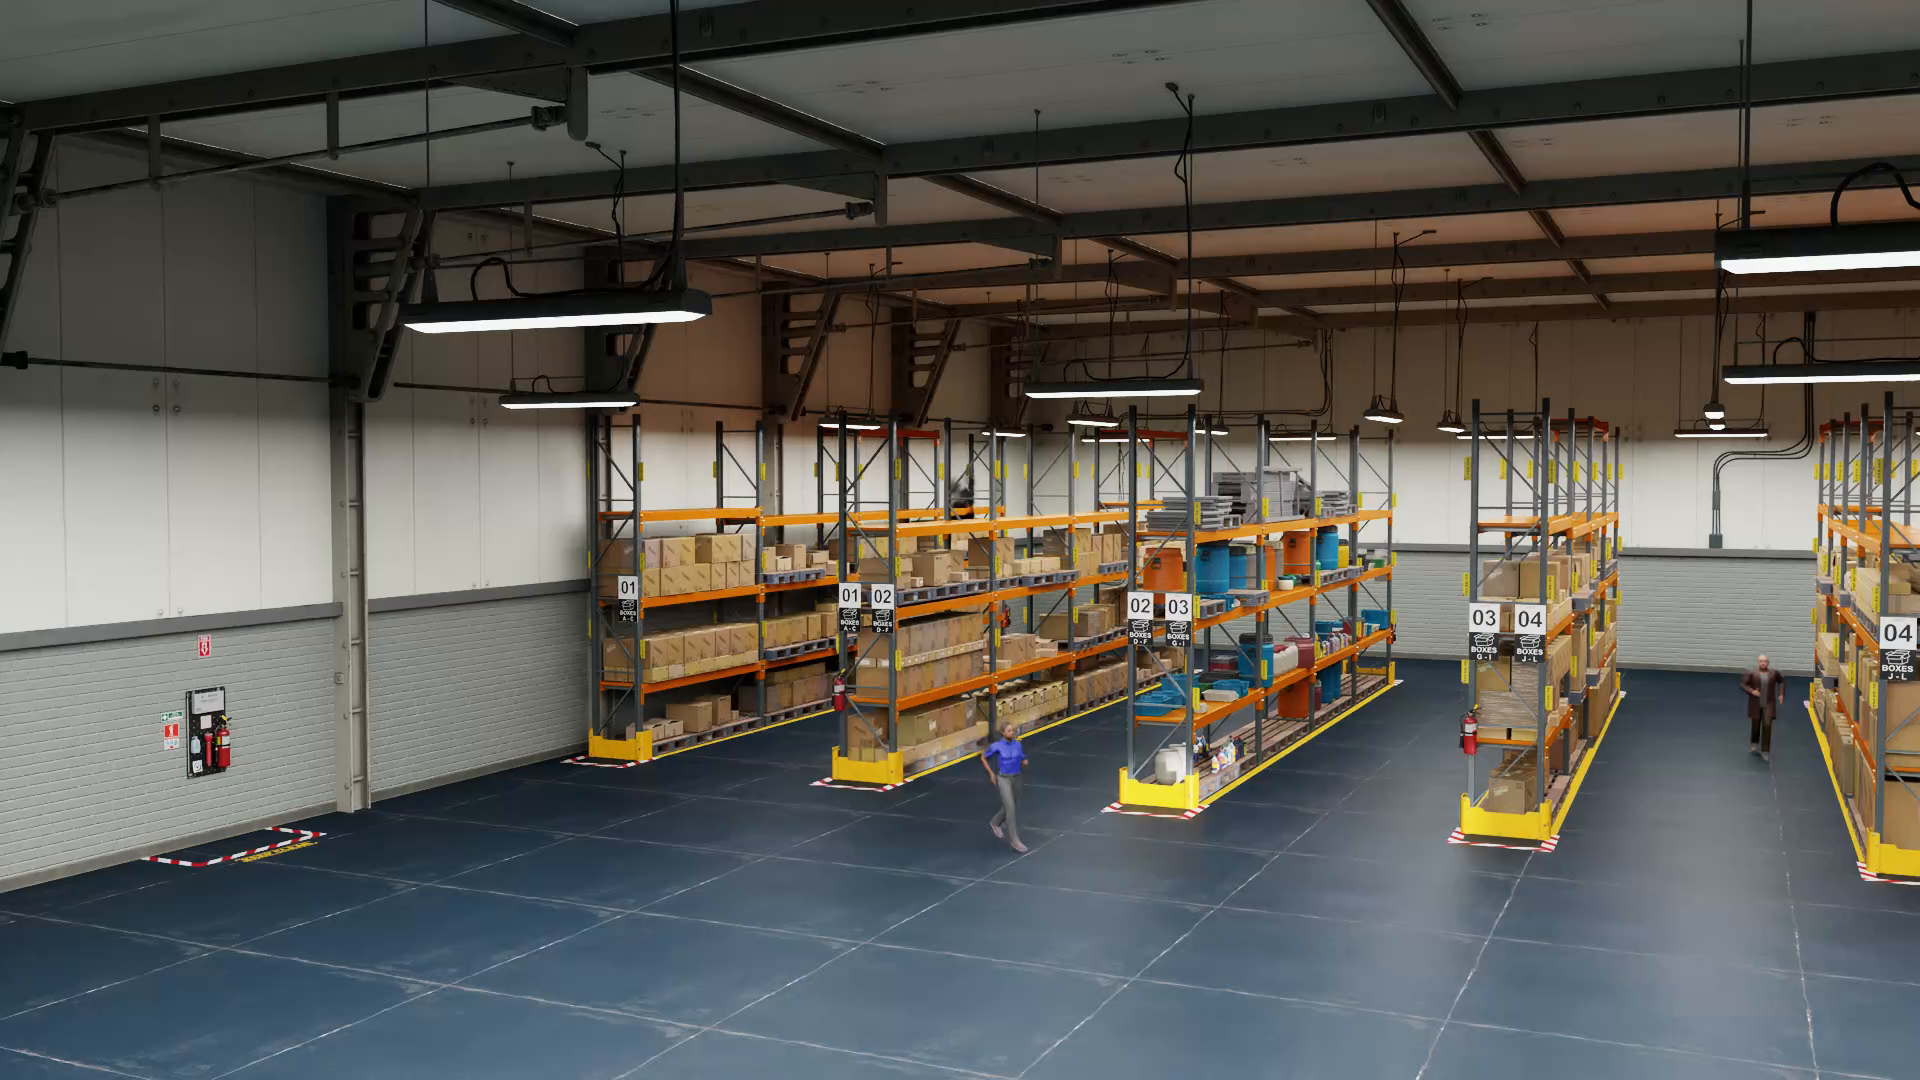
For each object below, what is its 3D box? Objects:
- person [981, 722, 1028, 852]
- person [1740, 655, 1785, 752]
[{"bbox_3d":[0.641,3.248,22.122,0.576,1.631,0.913,-2,3,-36],"label":"person"},{"bbox_3d":[14.063,2.850,29.154,0.732,1.692,0.810,1,3,21],"label":"person"}]
